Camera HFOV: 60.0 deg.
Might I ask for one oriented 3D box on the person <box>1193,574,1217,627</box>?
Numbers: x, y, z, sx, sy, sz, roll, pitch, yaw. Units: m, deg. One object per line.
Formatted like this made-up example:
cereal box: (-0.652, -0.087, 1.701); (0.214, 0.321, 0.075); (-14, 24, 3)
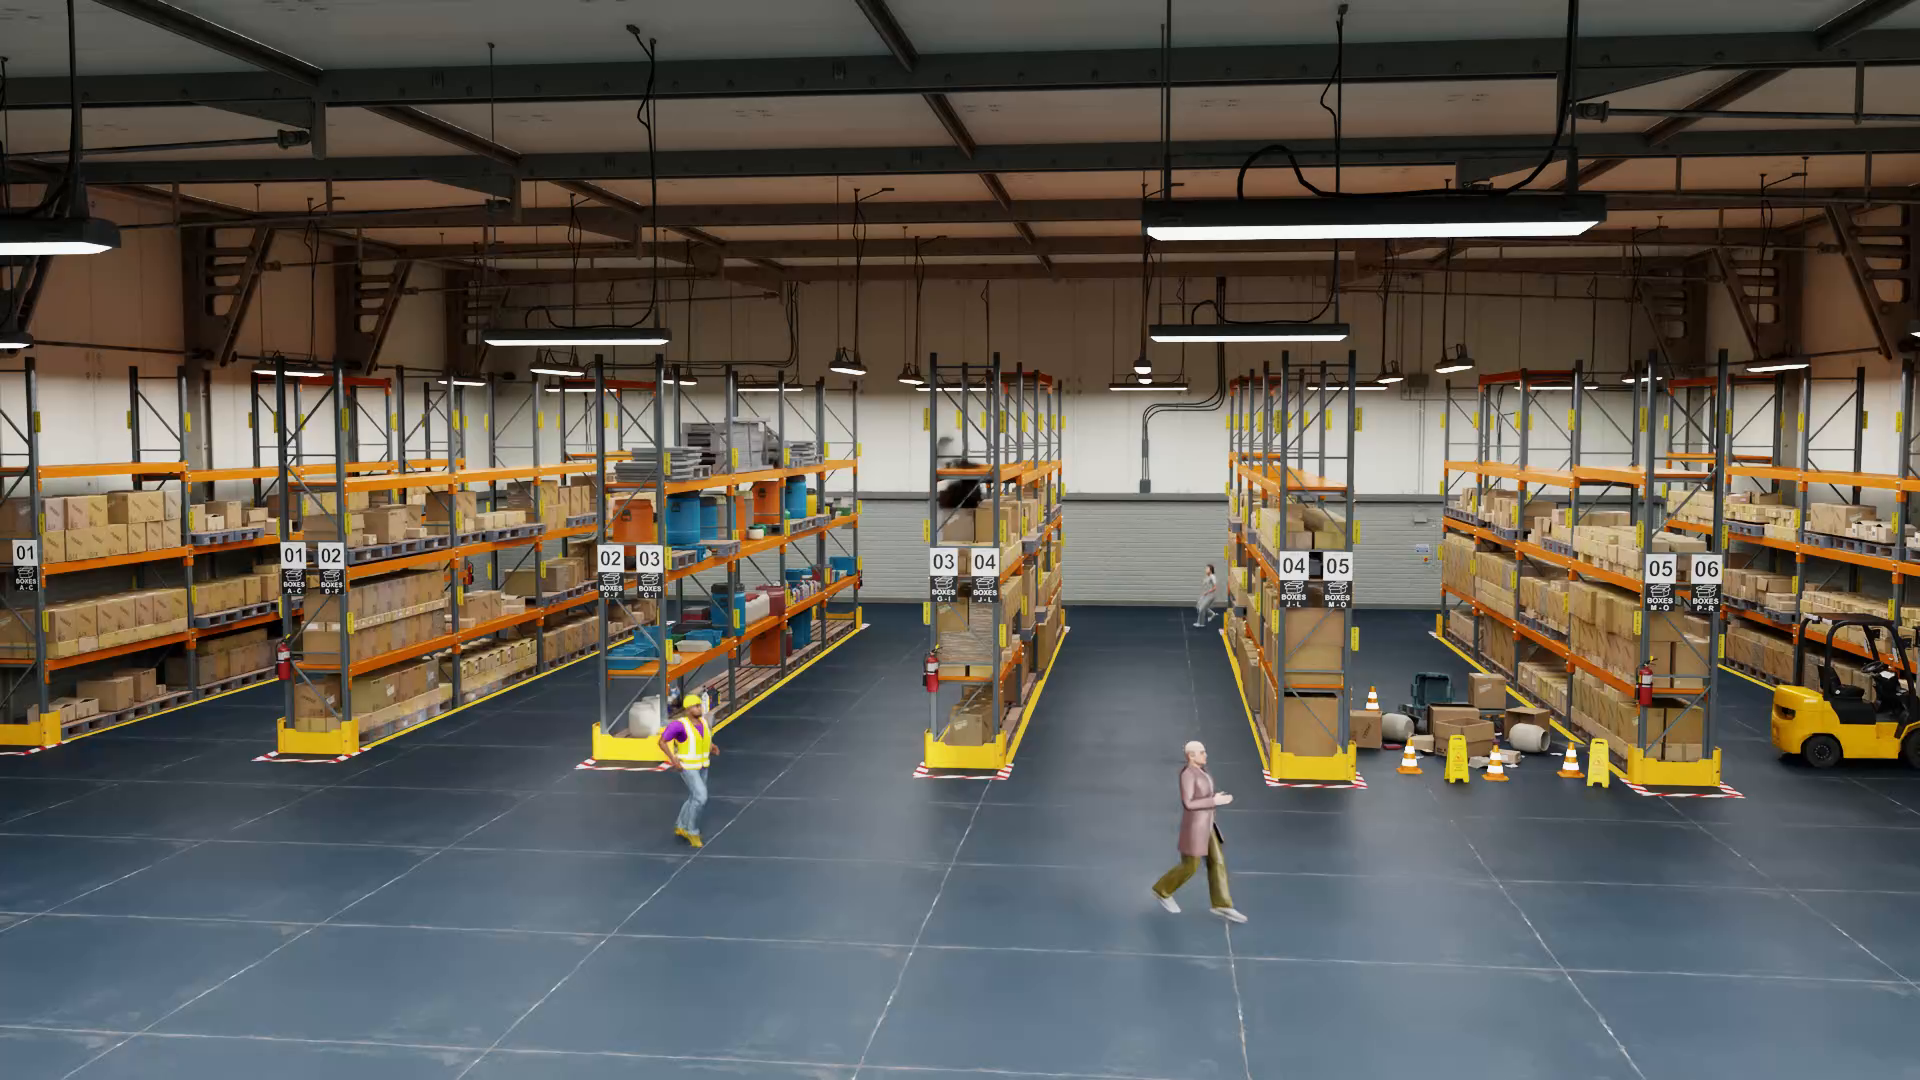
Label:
person: (6.047, 1.468, 40.488); (0.600, 1.329, 0.723); (-1, 4, -16)

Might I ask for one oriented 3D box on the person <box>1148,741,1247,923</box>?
person: (2.381, 2.903, 16.656); (0.997, 1.786, 0.671); (2, 5, 27)

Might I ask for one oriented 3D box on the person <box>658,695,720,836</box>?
person: (-3.163, 2.660, 19.737); (0.653, 1.654, 0.684); (2, 5, 31)
